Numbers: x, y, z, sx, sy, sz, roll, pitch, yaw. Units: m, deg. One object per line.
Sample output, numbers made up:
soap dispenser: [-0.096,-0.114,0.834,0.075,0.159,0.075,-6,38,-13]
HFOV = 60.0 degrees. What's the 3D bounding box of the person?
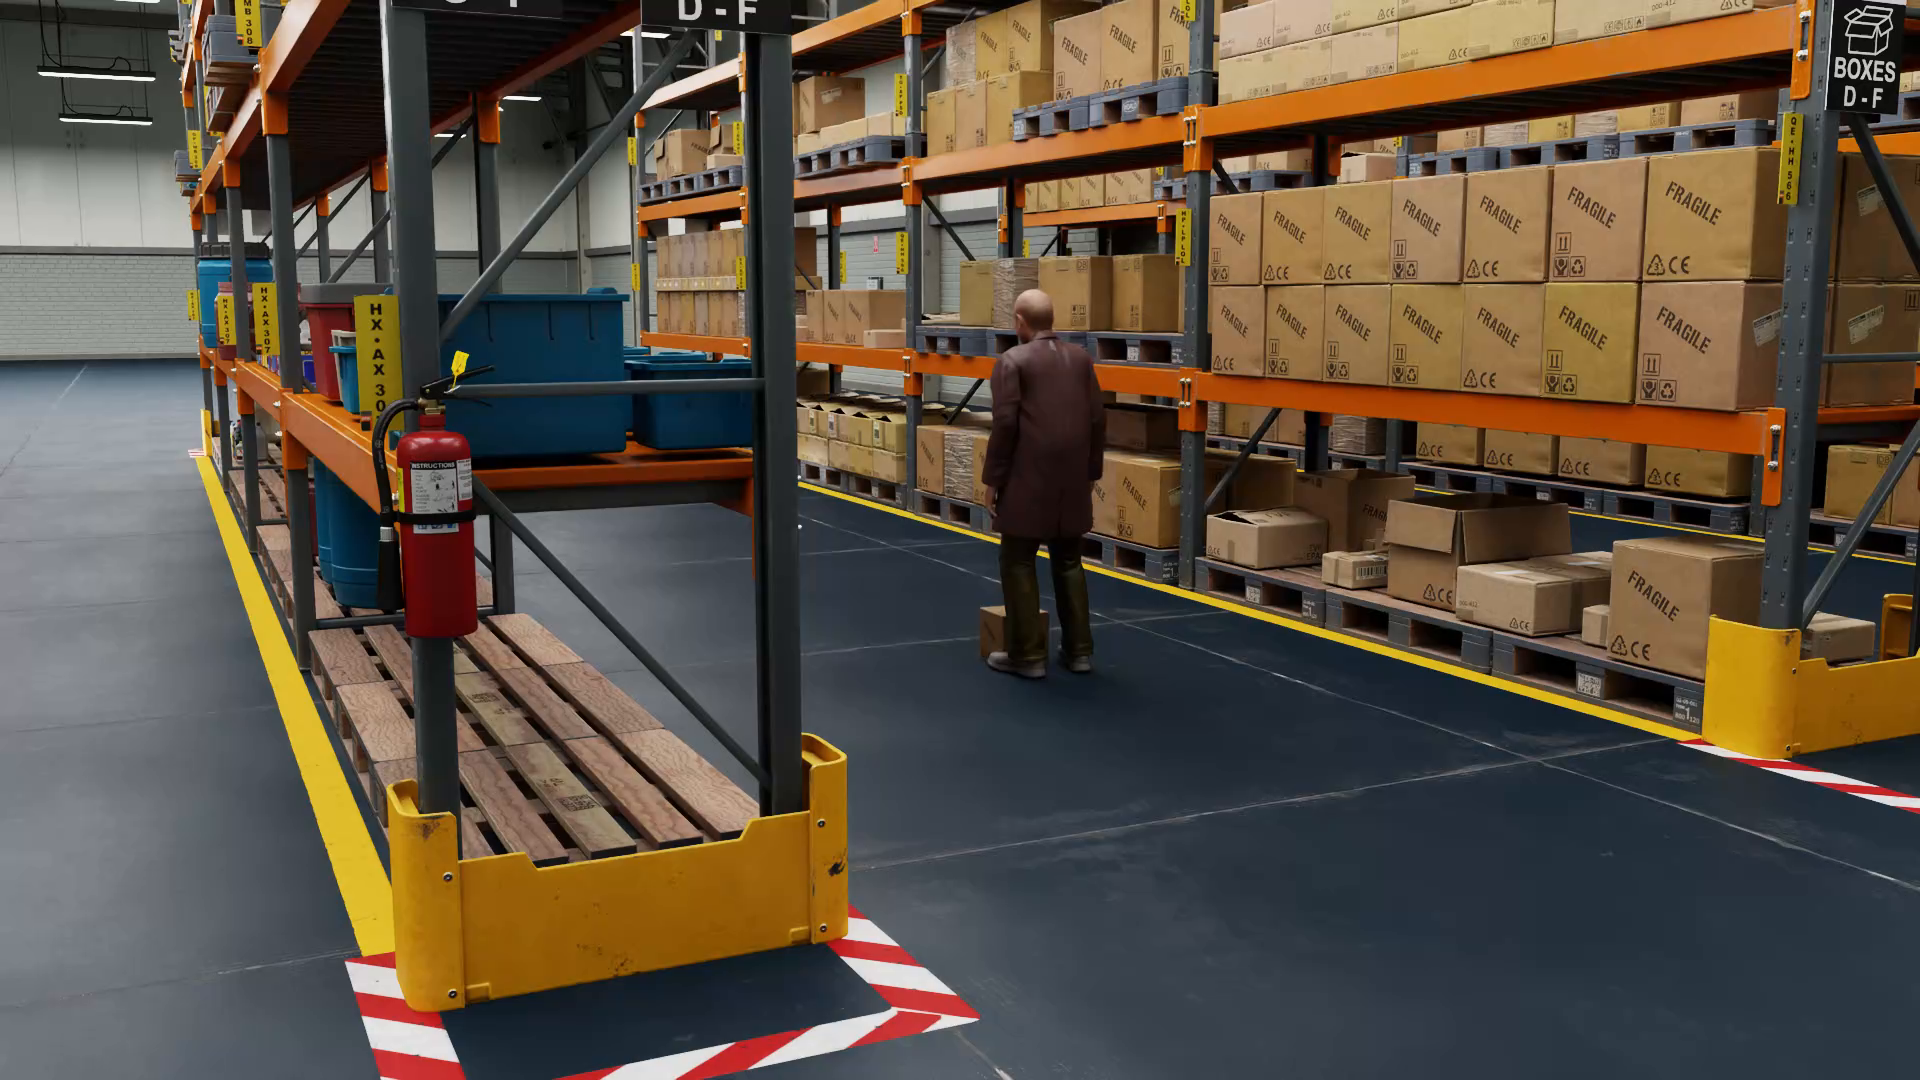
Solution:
person: [0.378,-0.262,7.683,0.638,1.772,0.428,-5,9,-28]
